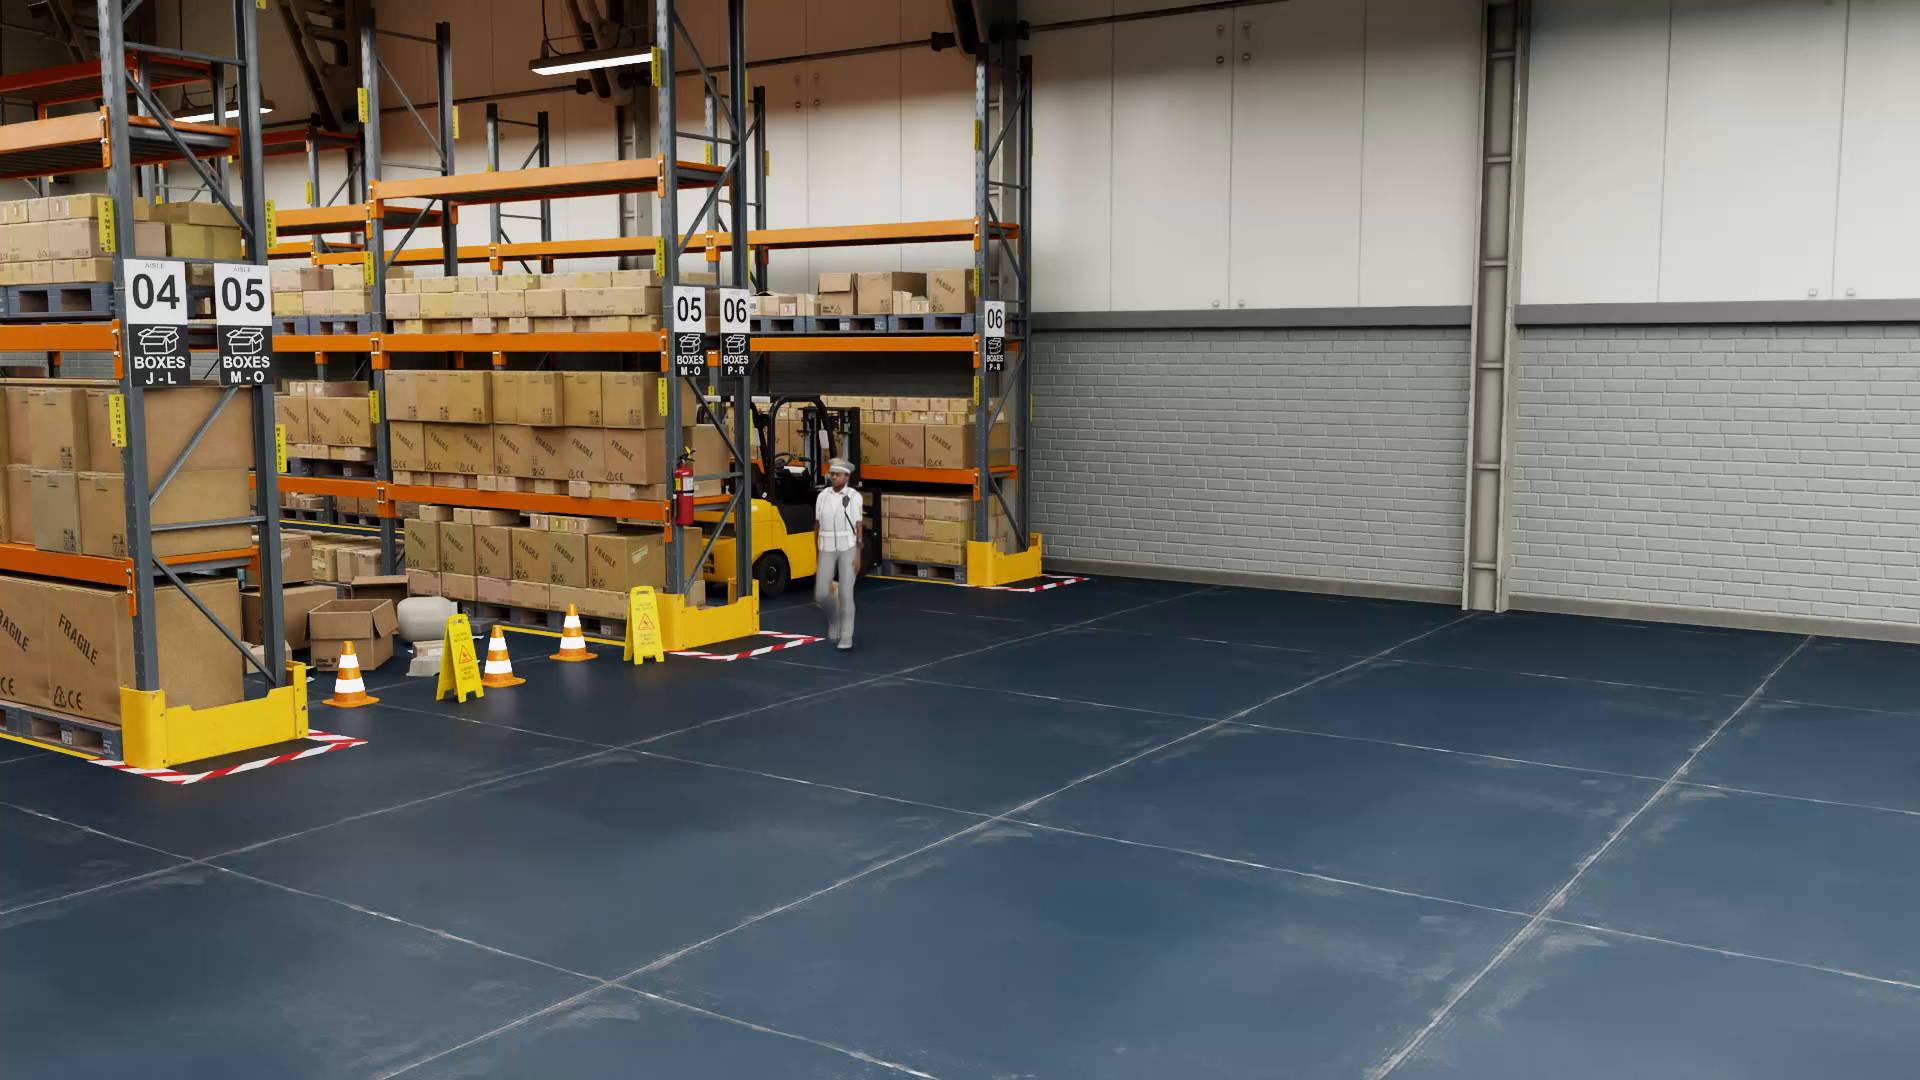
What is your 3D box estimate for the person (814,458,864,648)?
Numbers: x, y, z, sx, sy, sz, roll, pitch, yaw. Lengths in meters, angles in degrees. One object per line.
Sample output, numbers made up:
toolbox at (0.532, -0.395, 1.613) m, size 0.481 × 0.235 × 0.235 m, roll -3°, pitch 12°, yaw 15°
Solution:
person at (-1.072, 0.103, 14.758) m, size 0.455 × 1.678 × 0.475 m, roll 1°, pitch 7°, yaw 10°
